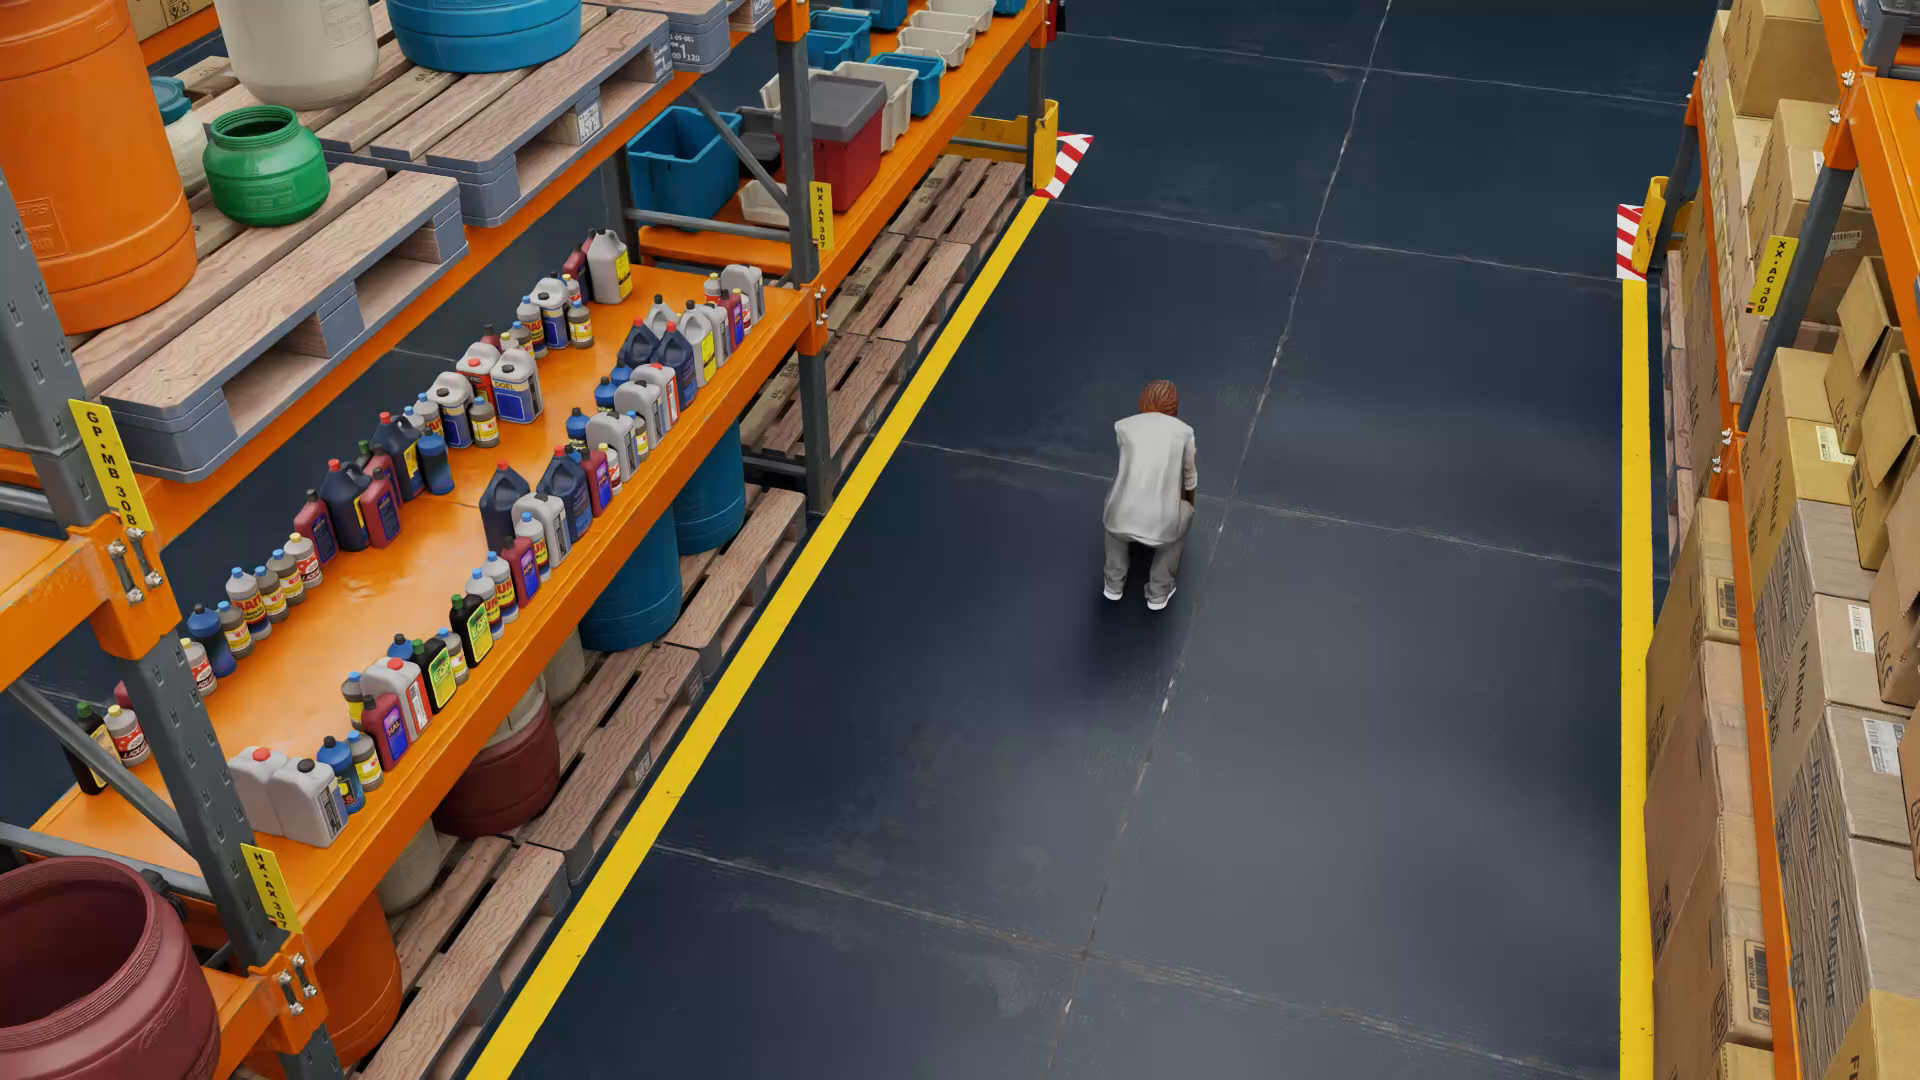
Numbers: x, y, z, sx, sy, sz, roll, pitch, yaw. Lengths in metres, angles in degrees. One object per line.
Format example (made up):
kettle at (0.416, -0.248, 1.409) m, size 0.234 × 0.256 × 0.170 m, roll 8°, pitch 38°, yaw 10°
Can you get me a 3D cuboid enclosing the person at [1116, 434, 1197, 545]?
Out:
person at (0.860, -0.264, 7.597) m, size 0.380 × 0.483 × 0.706 m, roll 10°, pitch 39°, yaw 12°
